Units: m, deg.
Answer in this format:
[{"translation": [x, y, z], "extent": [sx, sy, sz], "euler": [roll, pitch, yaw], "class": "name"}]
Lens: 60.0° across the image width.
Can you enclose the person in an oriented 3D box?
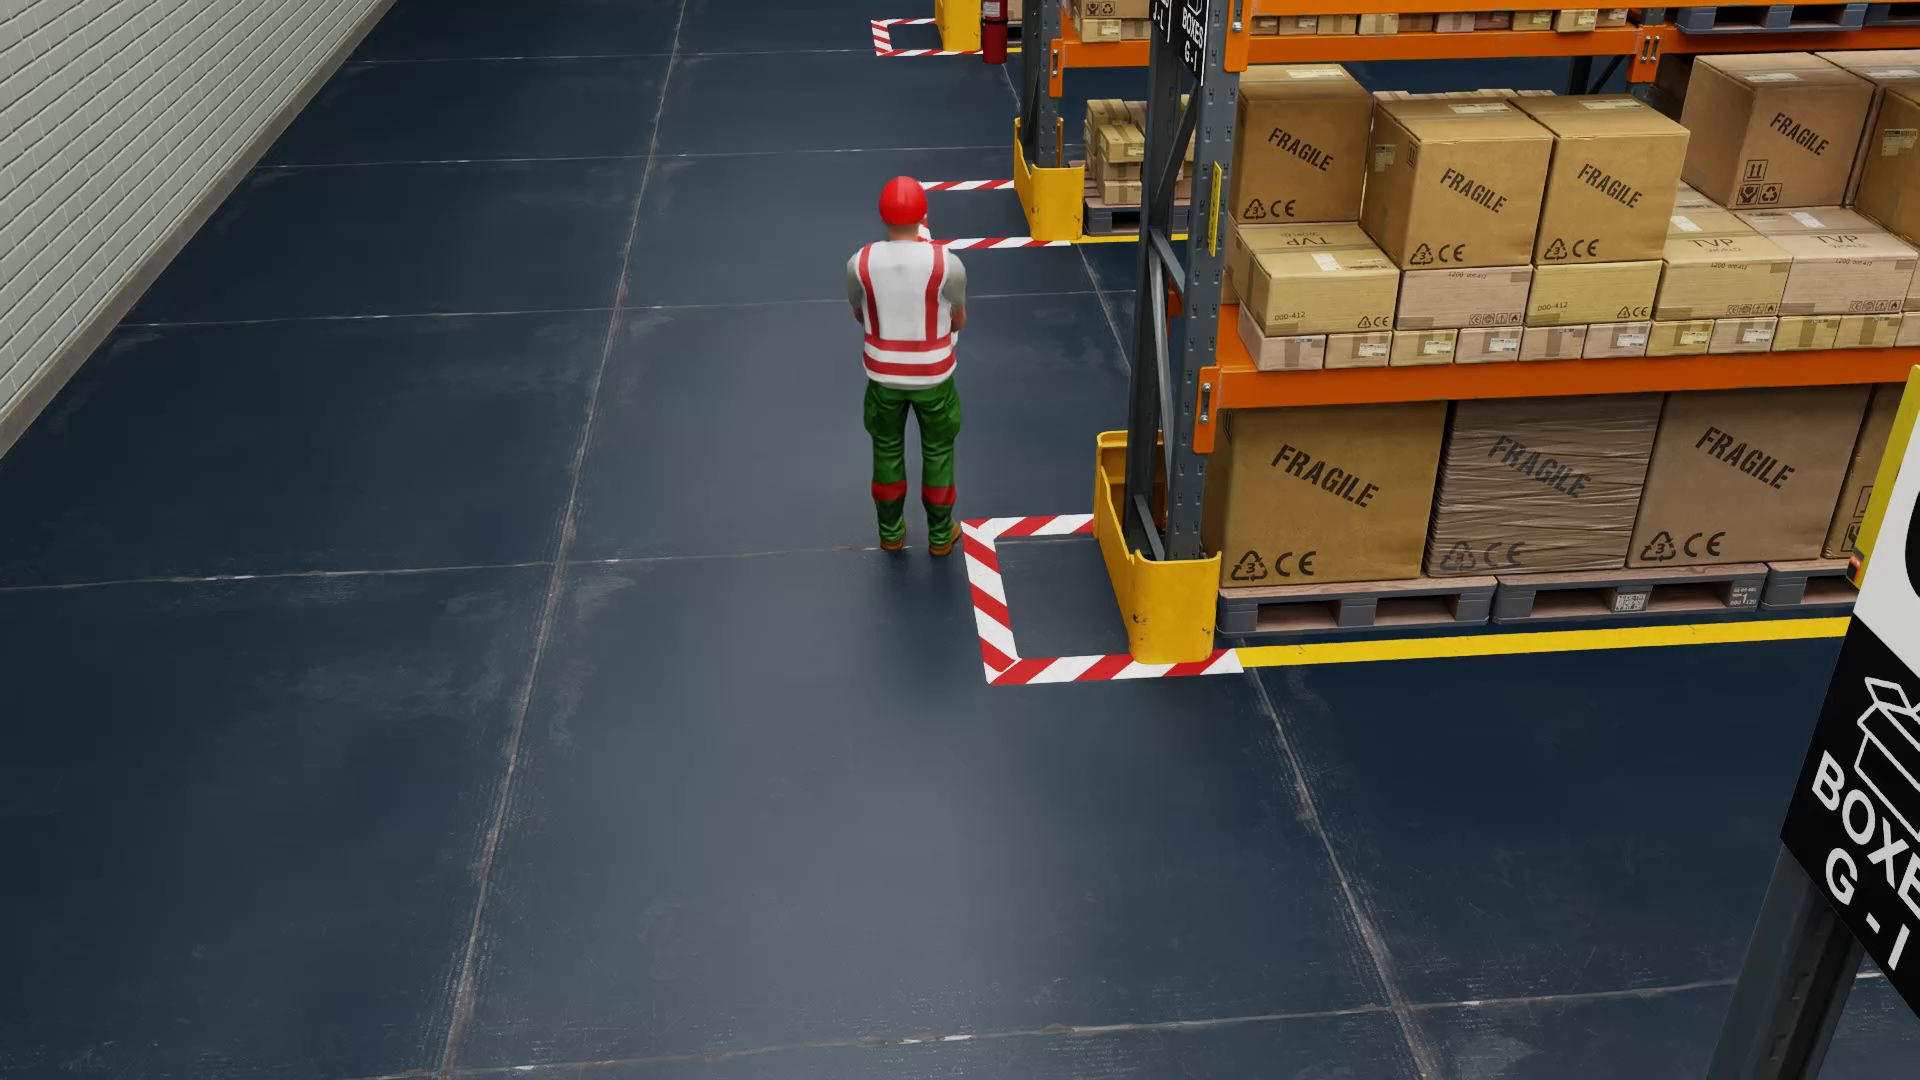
[{"translation": [-0.219, -0.793, 7.435], "extent": [0.519, 1.793, 0.547], "euler": [3, 31, 5], "class": "person"}]
